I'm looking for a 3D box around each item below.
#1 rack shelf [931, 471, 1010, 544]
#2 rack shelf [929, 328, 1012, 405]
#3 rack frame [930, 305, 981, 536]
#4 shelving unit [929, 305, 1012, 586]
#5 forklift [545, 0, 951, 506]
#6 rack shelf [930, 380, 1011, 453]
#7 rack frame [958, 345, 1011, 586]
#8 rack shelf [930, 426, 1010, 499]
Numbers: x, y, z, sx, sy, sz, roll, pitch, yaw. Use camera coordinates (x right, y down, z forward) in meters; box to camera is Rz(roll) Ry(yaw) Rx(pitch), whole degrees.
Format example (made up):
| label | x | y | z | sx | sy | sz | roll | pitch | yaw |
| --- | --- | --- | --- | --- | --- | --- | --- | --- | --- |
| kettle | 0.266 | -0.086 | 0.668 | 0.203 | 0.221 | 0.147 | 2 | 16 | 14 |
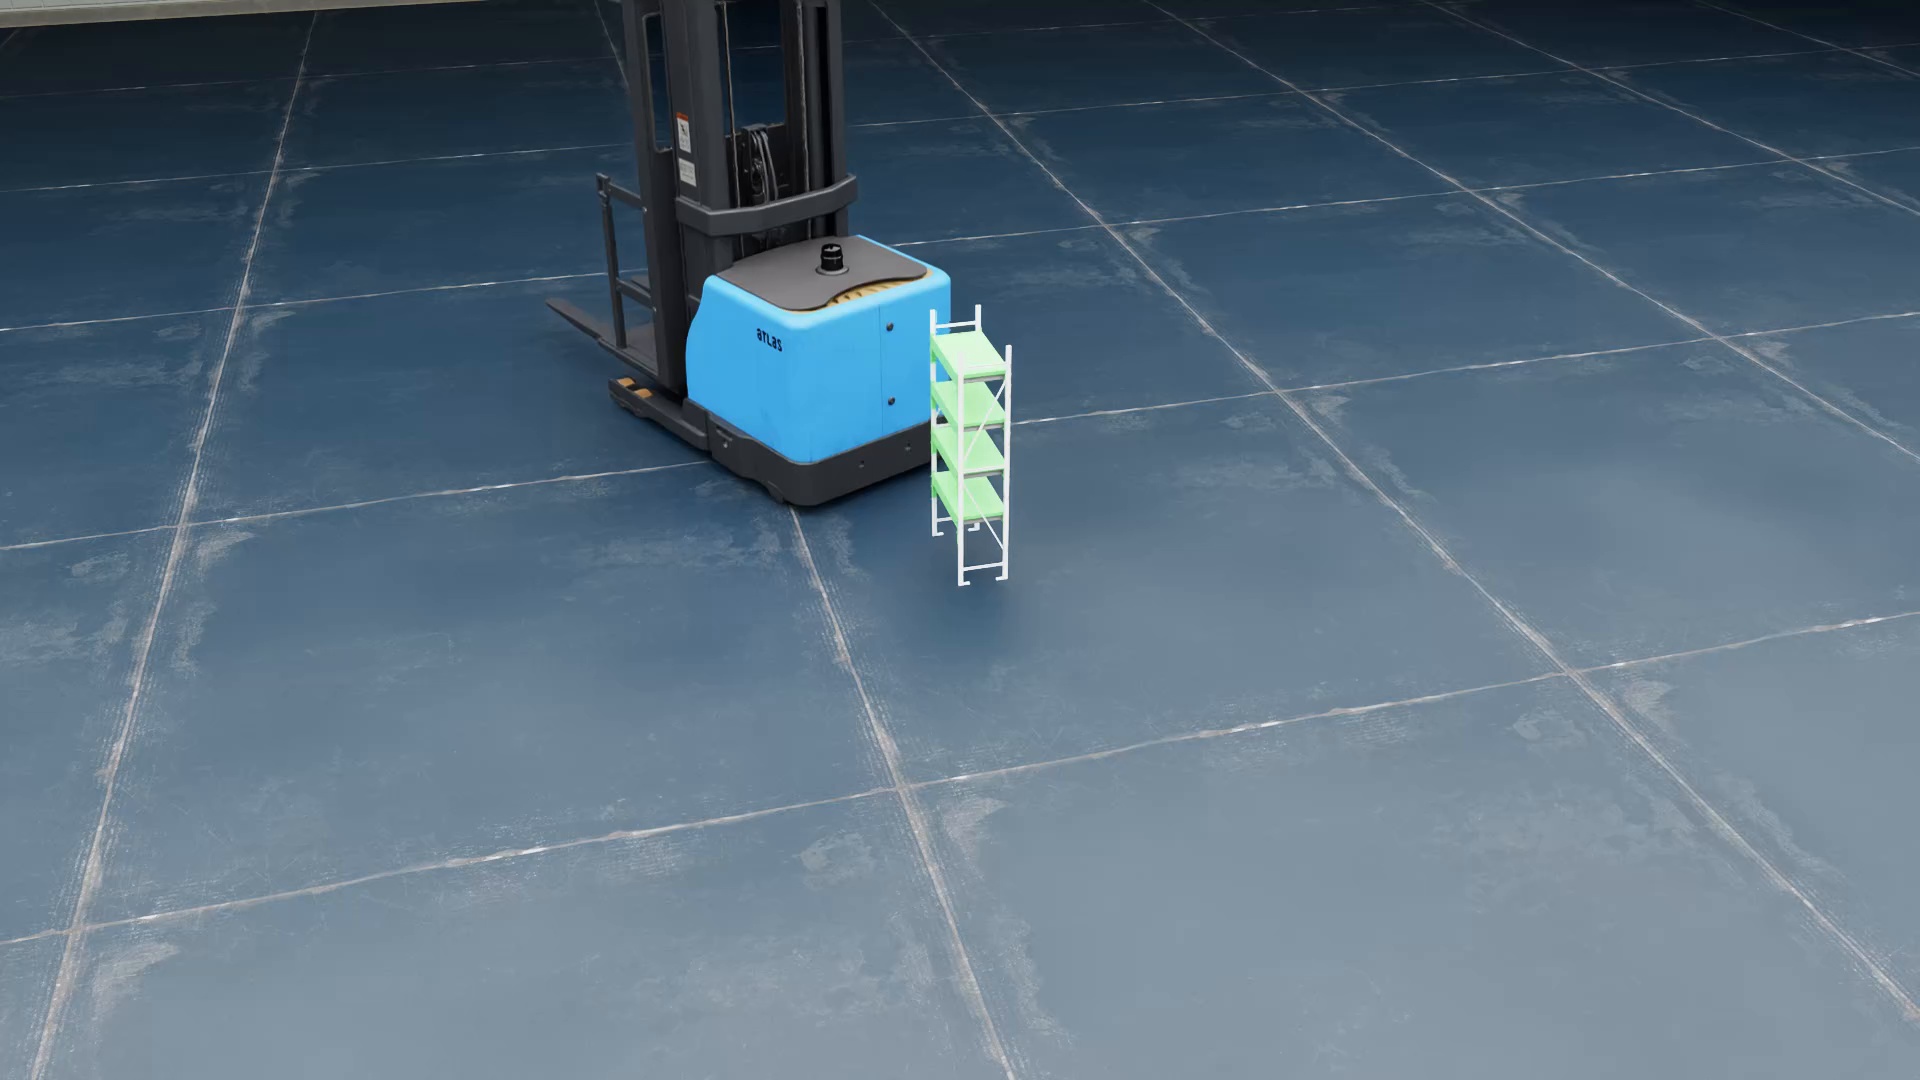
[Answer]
| label | x | y | z | sx | sy | sz | roll | pitch | yaw |
| --- | --- | --- | --- | --- | --- | --- | --- | --- | --- |
| rack shelf | 0.044 | -0.176 | 7.964 | 0.258 | 0.148 | 0.480 | -8 | 31 | -13 |
| rack shelf | 0.044 | -0.799 | 7.603 | 0.258 | 0.148 | 0.480 | -8 | 31 | -13 |
| rack frame | -0.021 | -0.557 | 8.015 | 0.240 | 1.200 | 0.015 | -8 | 31 | -13 |
| shelving unit | 0.044 | -0.439 | 7.811 | 0.258 | 1.200 | 0.503 | -8 | 31 | -13 |
| forklift | -1.365 | -2.104 | 8.960 | 1.130 | 2.935 | 3.031 | -23 | 37 | -34 |
| rack shelf | 0.044 | -0.592 | 7.723 | 0.258 | 0.148 | 0.480 | -8 | 31 | -13 |
| rack frame | 0.109 | -0.321 | 7.608 | 0.240 | 1.200 | 0.015 | -8 | 31 | -13 |
| rack shelf | 0.044 | -0.384 | 7.843 | 0.258 | 0.148 | 0.480 | -8 | 31 | -13 |
